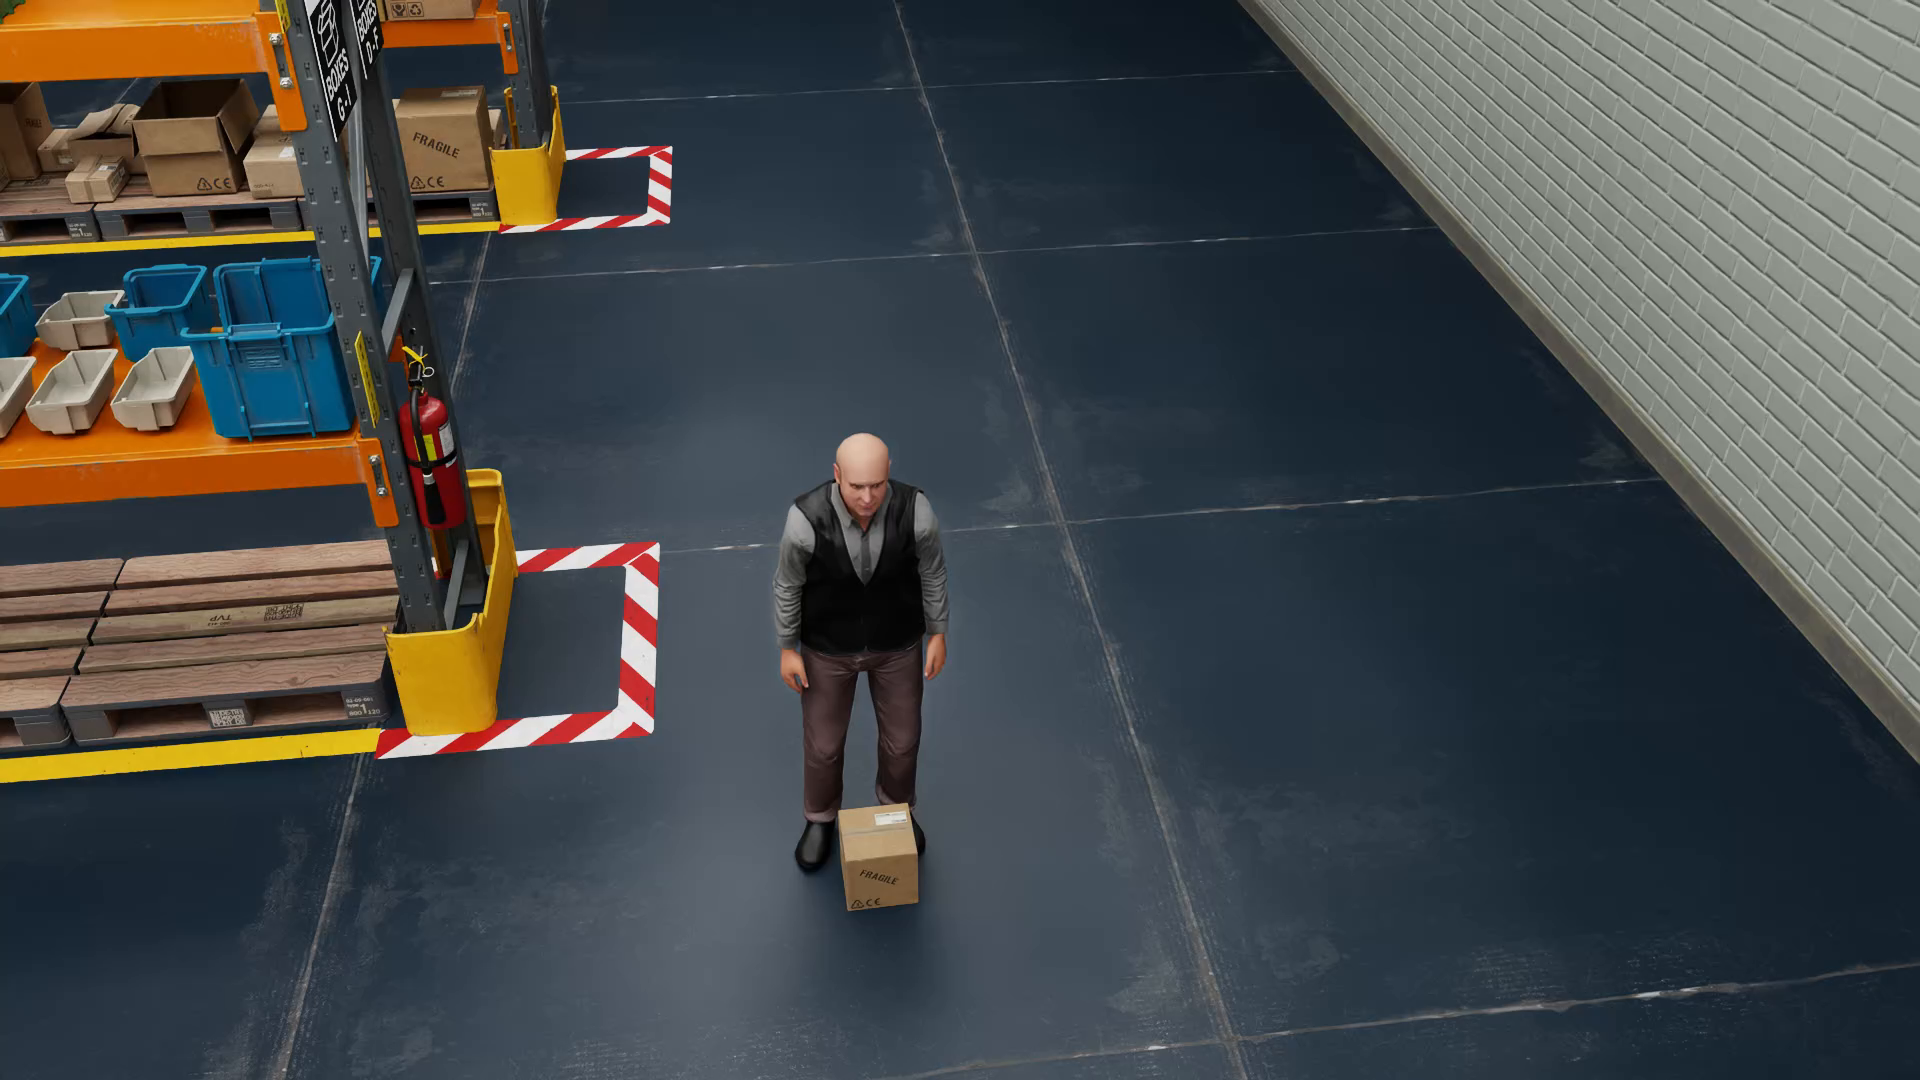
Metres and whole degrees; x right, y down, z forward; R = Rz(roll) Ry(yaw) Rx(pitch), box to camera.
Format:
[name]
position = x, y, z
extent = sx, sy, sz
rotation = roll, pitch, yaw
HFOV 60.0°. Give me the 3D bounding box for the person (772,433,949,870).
[person]
position = -0.330, 0.350, 5.656
extent = 0.587, 1.721, 0.412
rotation = -5, 35, -7
